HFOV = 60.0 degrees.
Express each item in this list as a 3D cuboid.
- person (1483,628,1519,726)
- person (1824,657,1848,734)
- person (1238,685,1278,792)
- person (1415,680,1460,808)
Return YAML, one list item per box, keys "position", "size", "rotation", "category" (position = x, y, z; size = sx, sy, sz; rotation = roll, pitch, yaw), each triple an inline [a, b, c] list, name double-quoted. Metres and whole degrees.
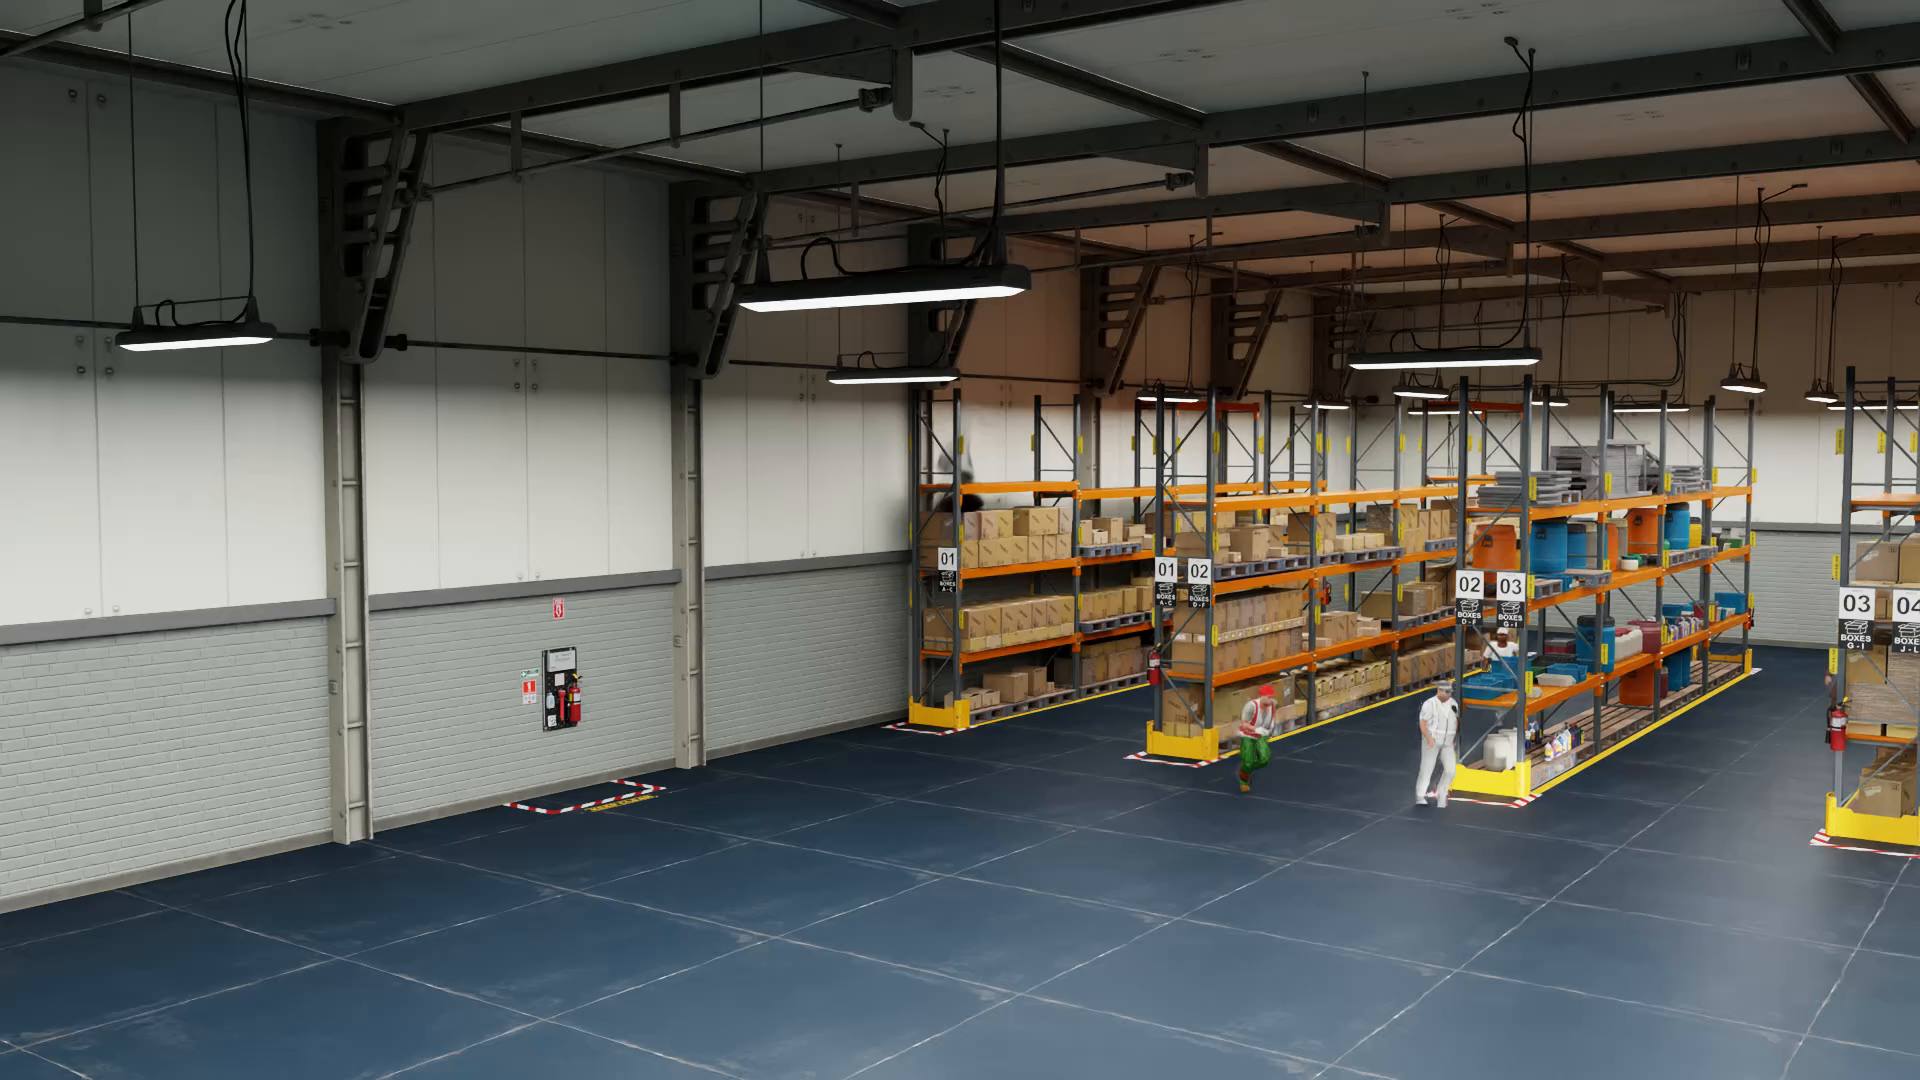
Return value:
- position: [9.780, 2.443, 29.979]
  size: [0.693, 1.765, 0.824]
  rotation: [2, 4, 29]
  category: "person"
- position: [15.148, 2.584, 28.431]
  size: [0.806, 1.697, 0.744]
  rotation: [3, 4, 41]
  category: "person"
- position: [4.297, 2.845, 23.807]
  size: [0.696, 1.601, 0.828]
  rotation: [-1, 4, -24]
  category: "person"
- position: [6.631, 2.850, 22.912]
  size: [0.630, 1.838, 0.581]
  rotation: [-1, 3, -10]
  category: "person"
